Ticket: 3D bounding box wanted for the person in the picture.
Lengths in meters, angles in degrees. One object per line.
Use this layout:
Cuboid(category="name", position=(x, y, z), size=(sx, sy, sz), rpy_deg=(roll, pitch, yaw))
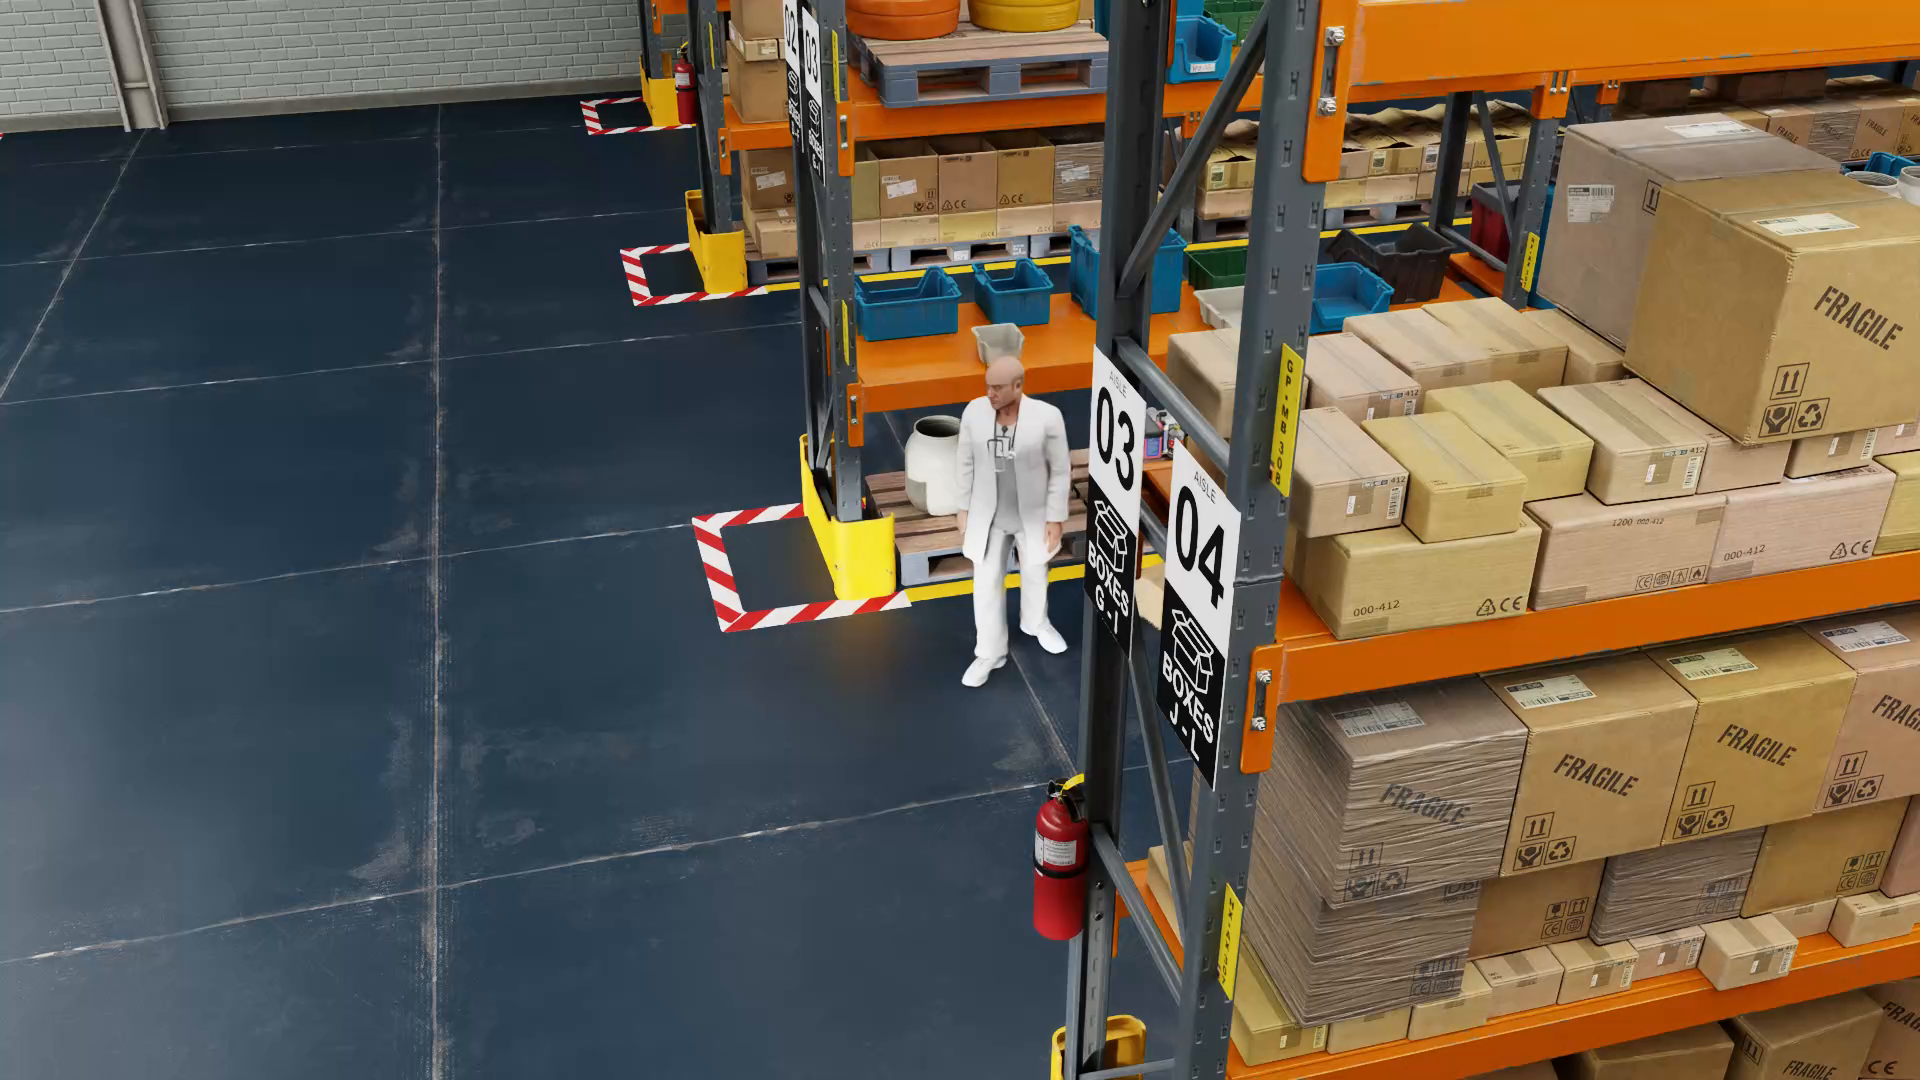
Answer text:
Cuboid(category="person", position=(0.260, -0.128, 8.479), size=(0.612, 1.778, 0.676), rpy_deg=(6, 30, 10))
